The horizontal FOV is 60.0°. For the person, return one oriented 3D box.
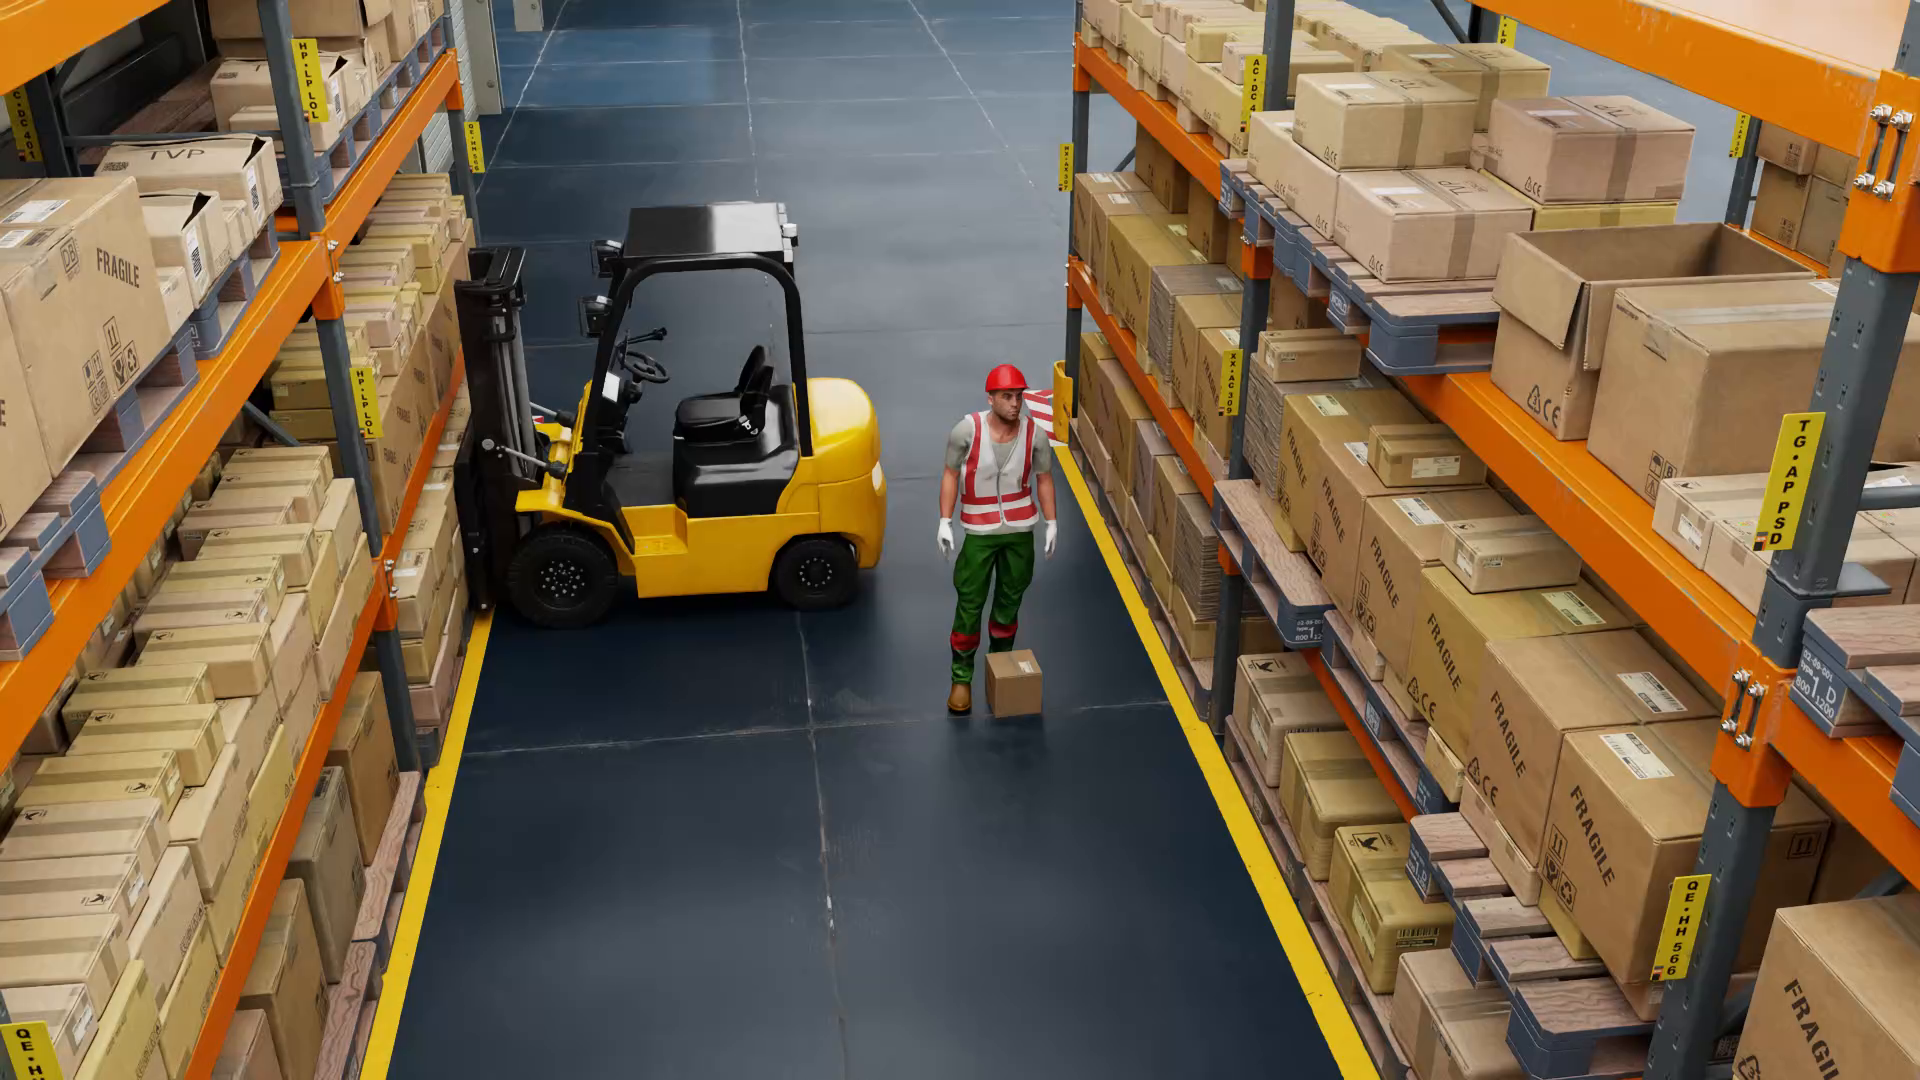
[{"bbox_3d":[0.205,-0.017,8.602,0.638,1.787,0.560,-4,27,-9],"label":"person"}]
